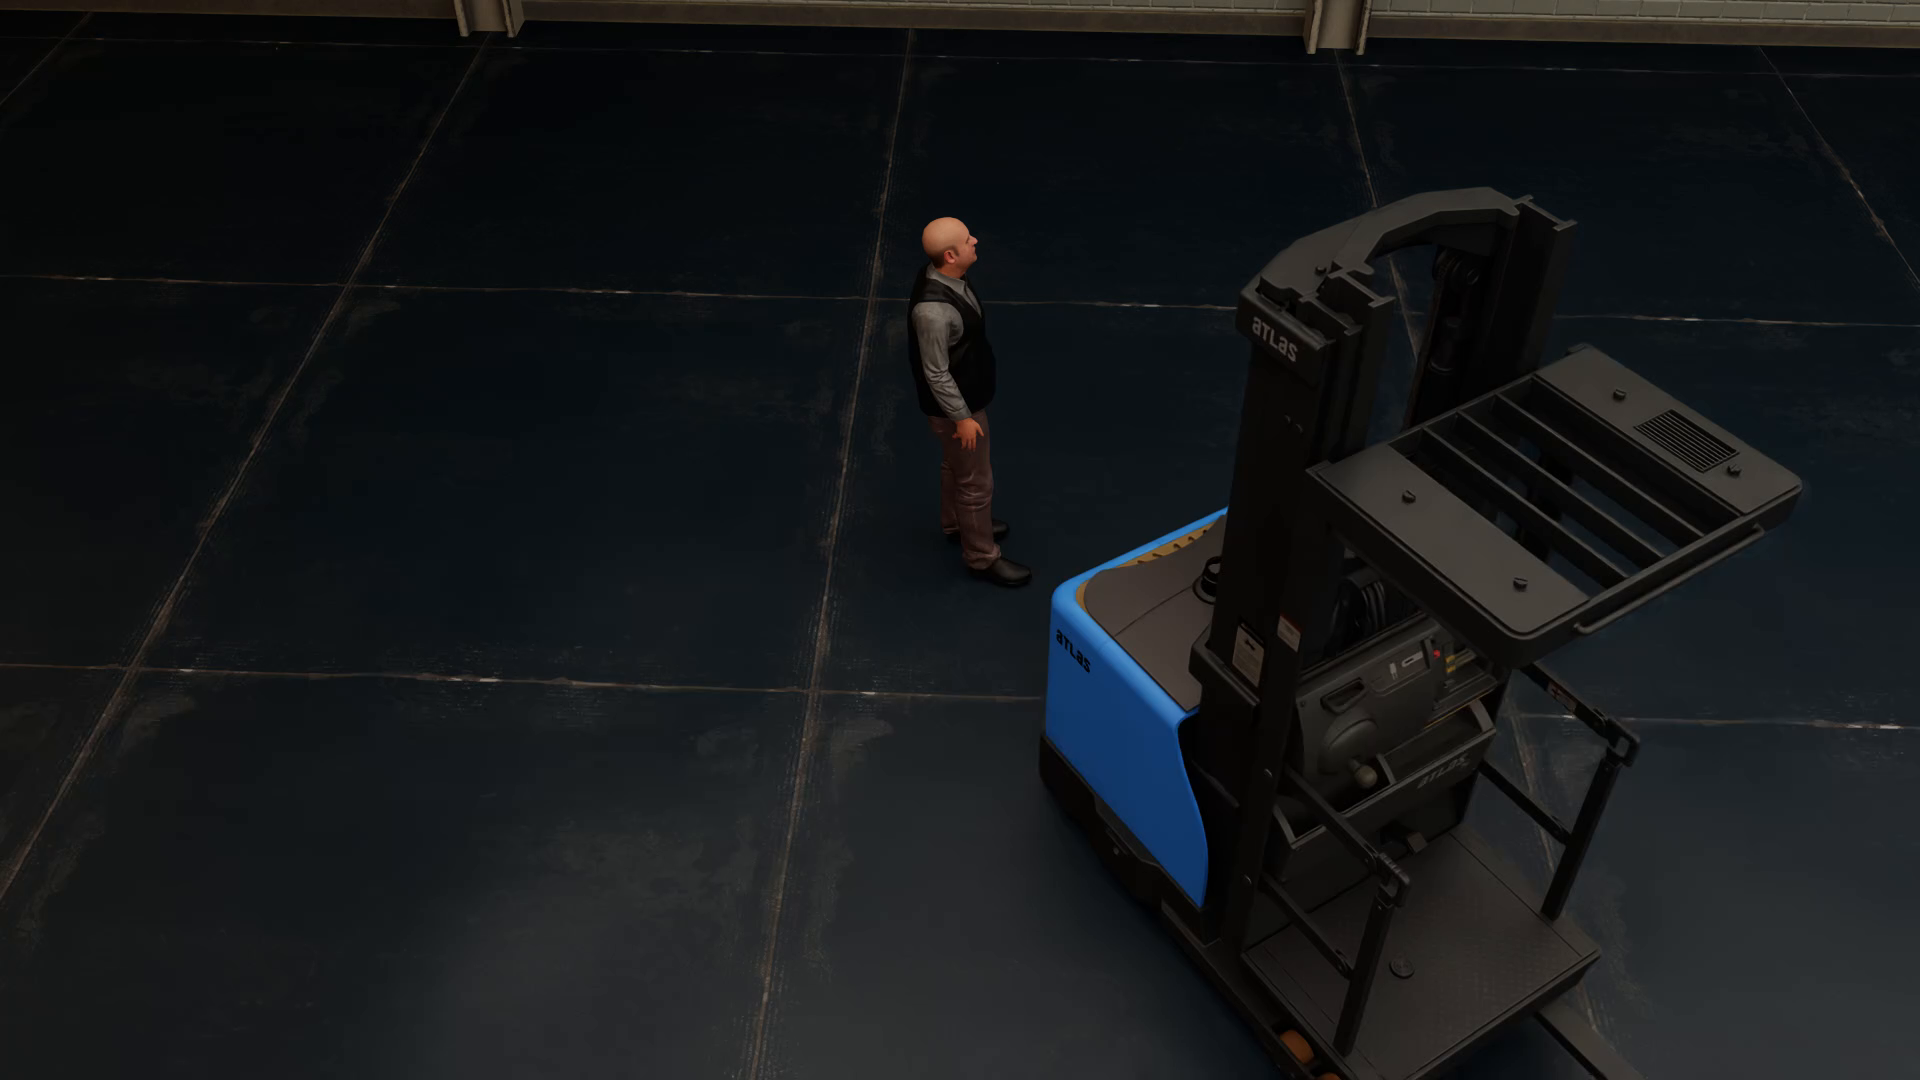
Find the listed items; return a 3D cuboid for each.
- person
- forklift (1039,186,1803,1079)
[{"bbox_3d":[0.061,-0.634,7.323,0.568,1.720,0.632,2,42,2],"label":"person"},{"bbox_3d":[1.541,0.546,5.144,1.130,2.935,3.031,-23,47,-24],"label":"forklift"}]
